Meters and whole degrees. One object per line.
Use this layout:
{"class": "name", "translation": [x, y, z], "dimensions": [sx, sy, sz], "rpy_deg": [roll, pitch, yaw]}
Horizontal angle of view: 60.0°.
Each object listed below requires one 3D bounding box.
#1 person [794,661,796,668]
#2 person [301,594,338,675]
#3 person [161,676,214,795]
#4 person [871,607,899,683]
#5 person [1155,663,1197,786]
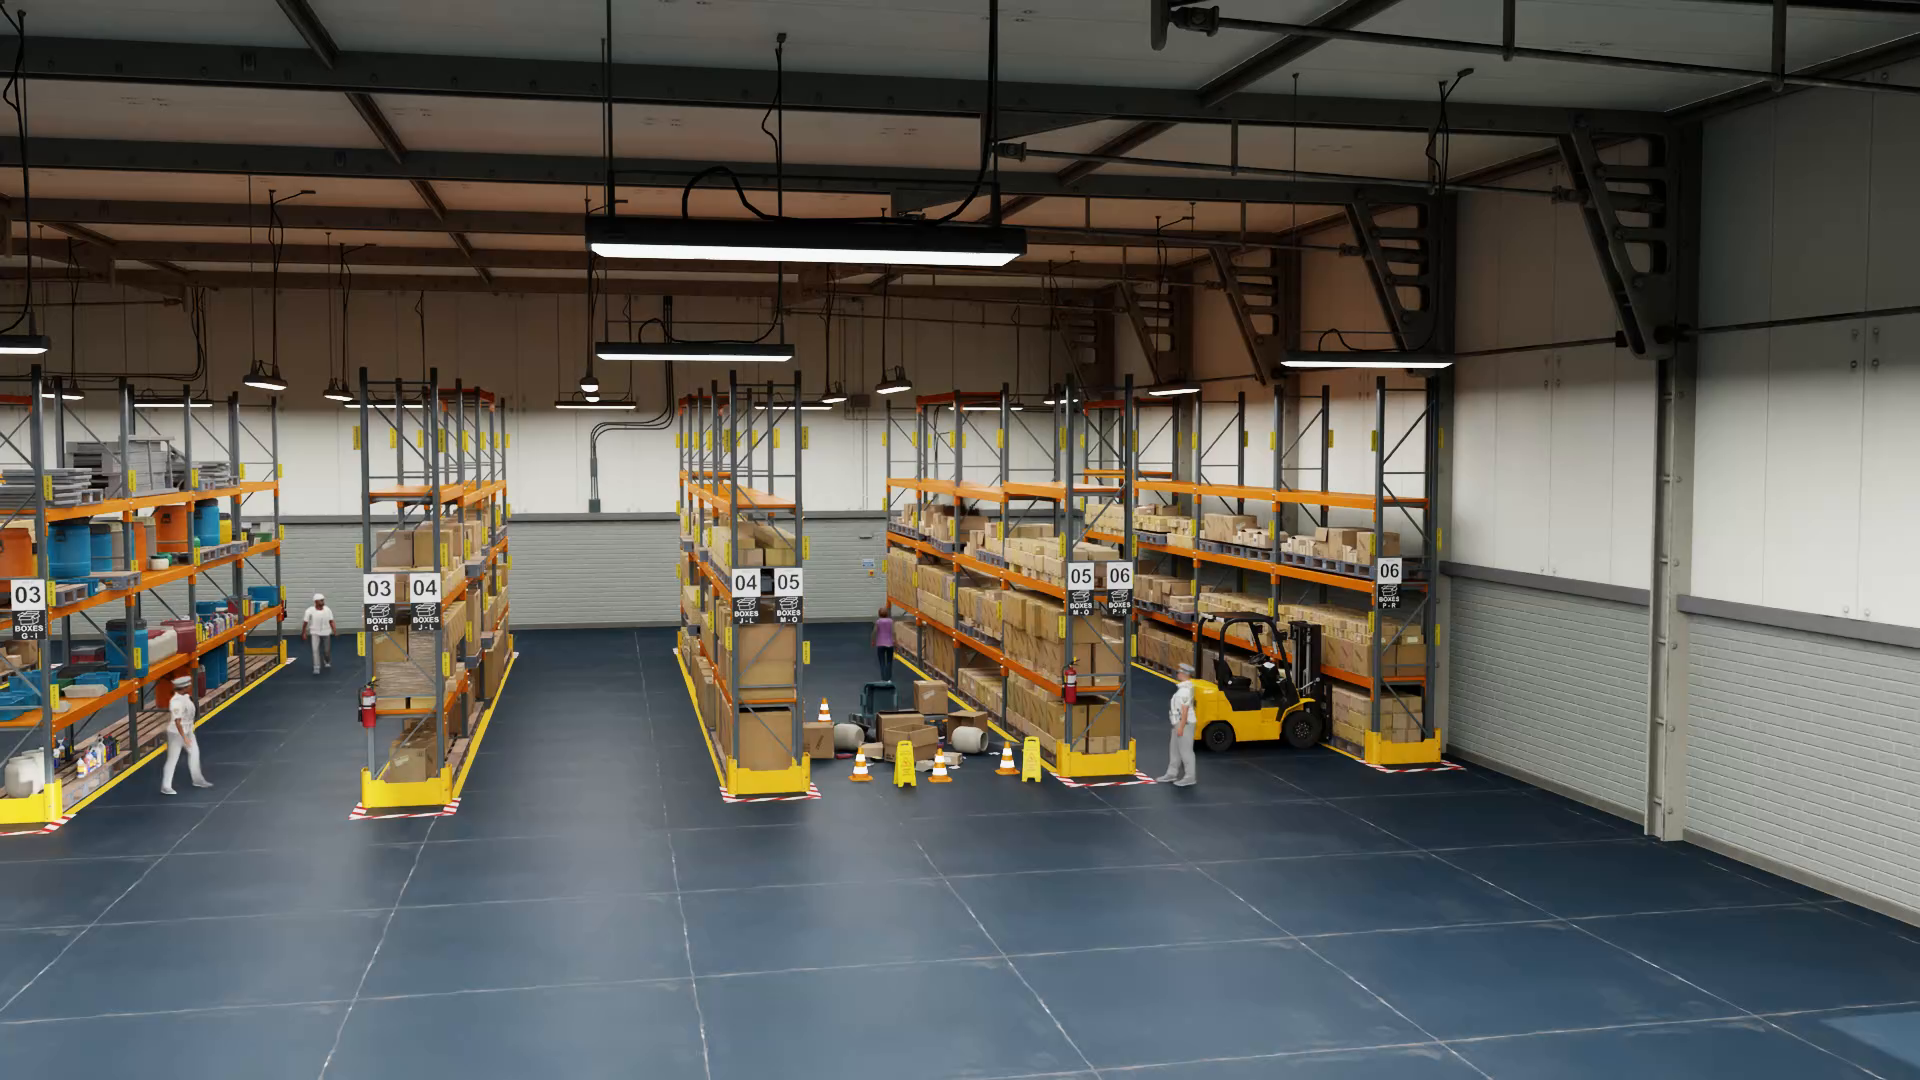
{"class": "person", "translation": [-3.759, 1.977, 36.620], "dimensions": [0.386, 1.673, 0.498], "rpy_deg": [-2, 4, -28]}
{"class": "person", "translation": [-13.800, 2.017, 35.830], "dimensions": [0.755, 1.724, 1.080], "rpy_deg": [-1, 4, -16]}
{"class": "person", "translation": [-11.087, 2.770, 23.779], "dimensions": [0.533, 1.680, 0.677], "rpy_deg": [0, 3, 2]}
{"class": "person", "translation": [-1.502, 2.149, 33.184], "dimensions": [0.532, 1.630, 0.498], "rpy_deg": [-1, 3, -11]}
{"class": "person", "translation": [3.154, 2.680, 24.184], "dimensions": [0.569, 1.787, 0.542], "rpy_deg": [0, 3, 0]}
